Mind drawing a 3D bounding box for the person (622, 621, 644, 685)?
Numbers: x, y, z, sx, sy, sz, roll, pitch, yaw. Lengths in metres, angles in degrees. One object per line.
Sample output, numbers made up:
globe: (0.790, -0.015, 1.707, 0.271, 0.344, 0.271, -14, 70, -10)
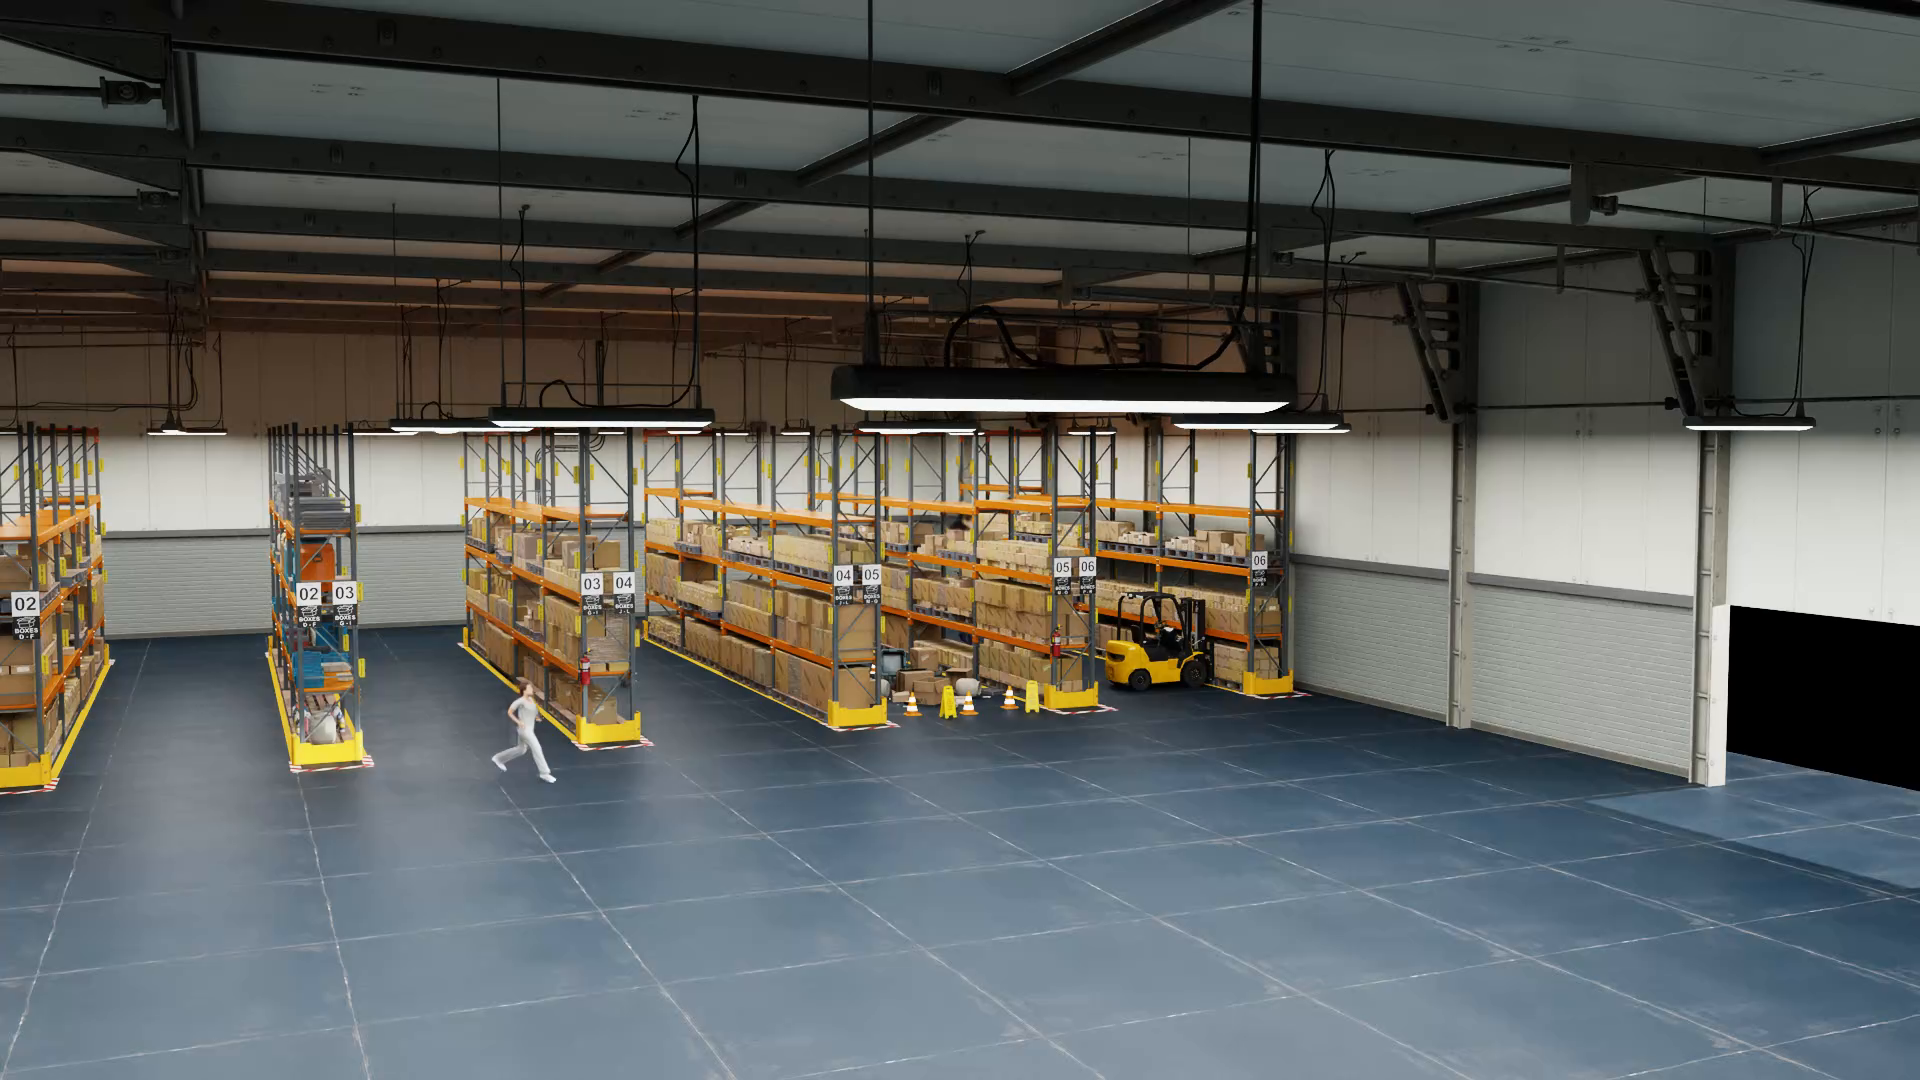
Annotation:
person: (-7.696, 2.485, 38.429, 0.750, 1.741, 0.861, -2, 4, -25)

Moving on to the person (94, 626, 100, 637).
person: (-22.420, 2.278, 43.070, 0.515, 1.637, 0.585, 0, 4, -8)

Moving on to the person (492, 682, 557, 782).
person: (-7.294, 3.199, 27.819, 1.125, 1.674, 0.536, 0, 3, 1)

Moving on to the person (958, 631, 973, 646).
person: (0.175, 2.186, 44.834, 0.626, 1.631, 0.637, -1, 4, -23)
